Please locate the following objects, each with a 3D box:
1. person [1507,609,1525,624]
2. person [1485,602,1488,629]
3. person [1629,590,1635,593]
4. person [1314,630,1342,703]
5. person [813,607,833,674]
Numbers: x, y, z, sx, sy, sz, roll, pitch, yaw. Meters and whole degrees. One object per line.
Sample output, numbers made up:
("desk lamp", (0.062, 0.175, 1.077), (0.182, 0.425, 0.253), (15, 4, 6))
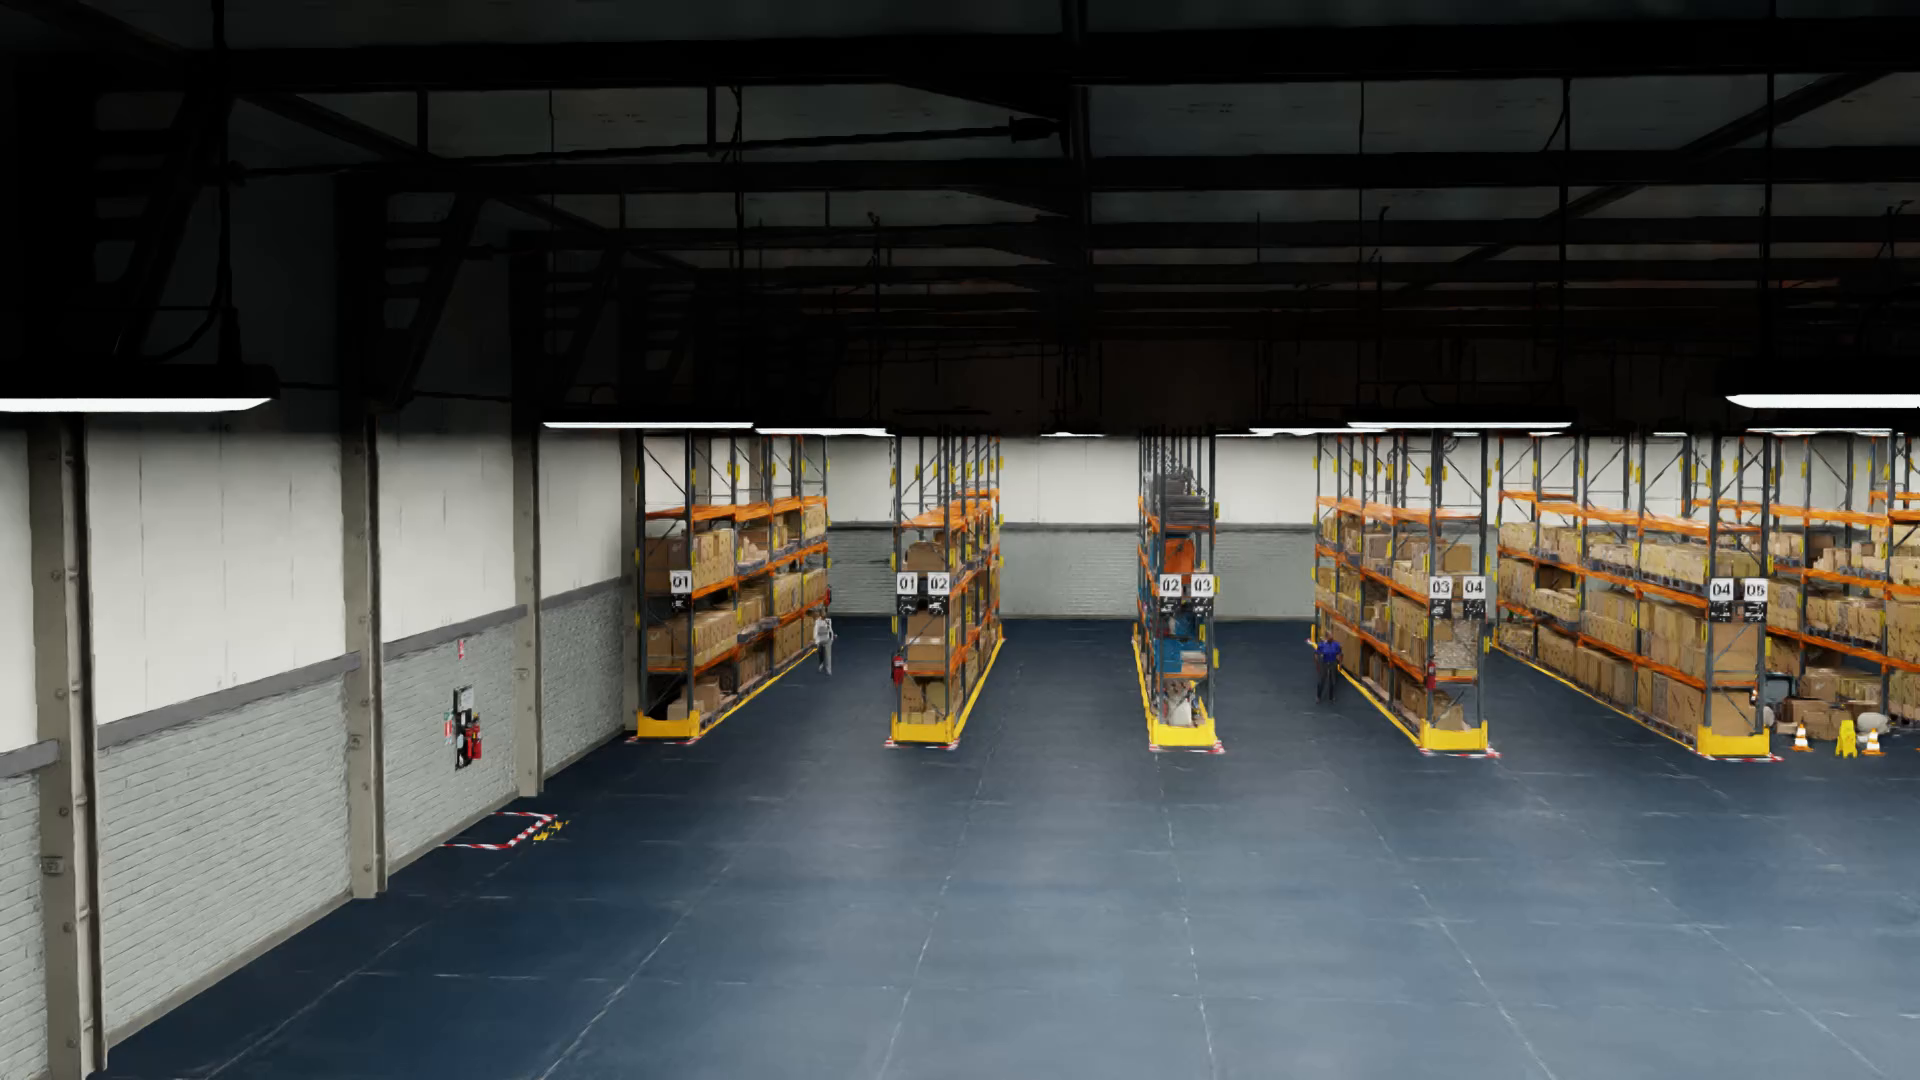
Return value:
("person", (16.638, 1.825, 49.716), (0.557, 1.705, 1.116), (0, 3, 3))
("person", (13.772, 2.175, 44.261), (0.540, 1.676, 1.130), (0, 3, 3))
("person", (17.772, 2.169, 44.033), (0.548, 1.720, 0.607), (1, 4, 23))
("person", (7.979, 2.736, 36.032), (0.592, 1.604, 0.518), (0, 3, 3))
("person", (-3.339, 2.430, 40.548), (0.483, 1.615, 0.994), (0, 3, -3))
